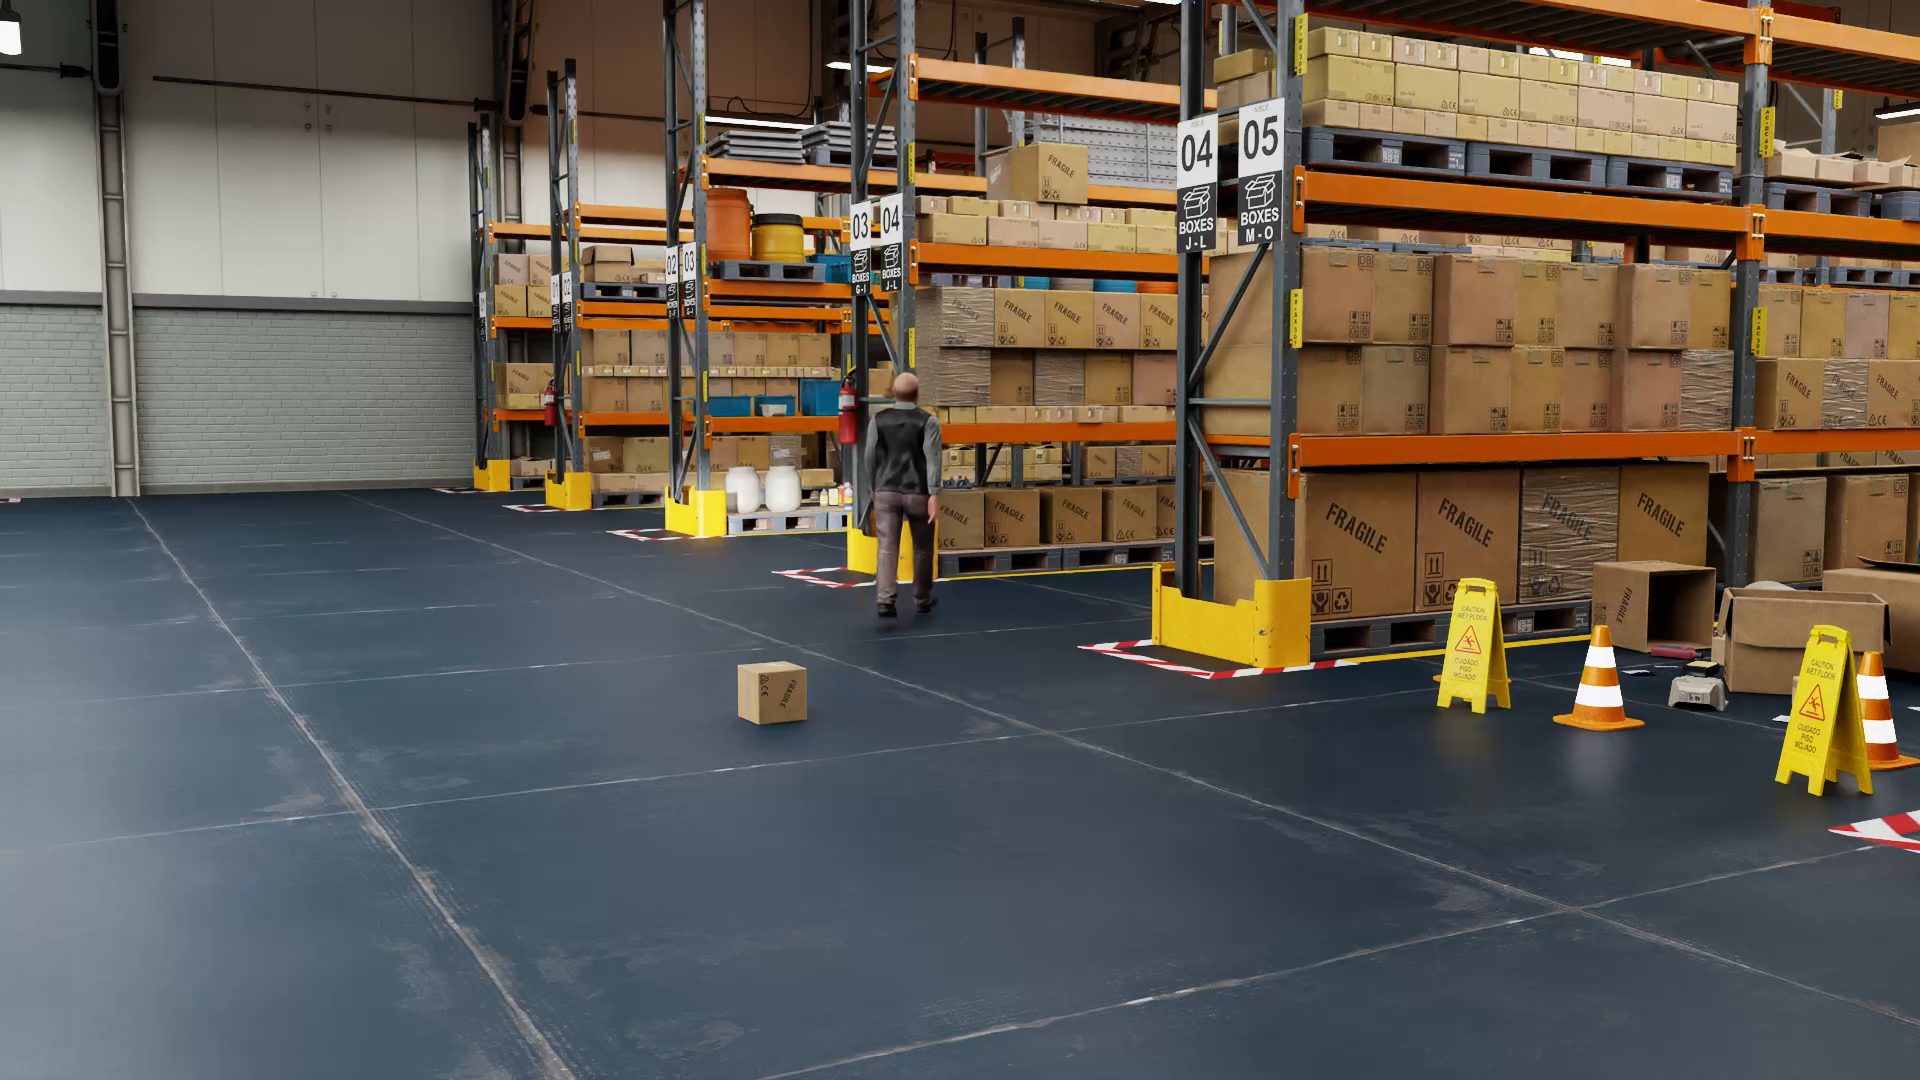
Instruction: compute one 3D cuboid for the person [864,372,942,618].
[{"bbox_3d":[-0.385,-0.301,11.364,0.550,1.679,1.038,0,5,4],"label":"person"}]
